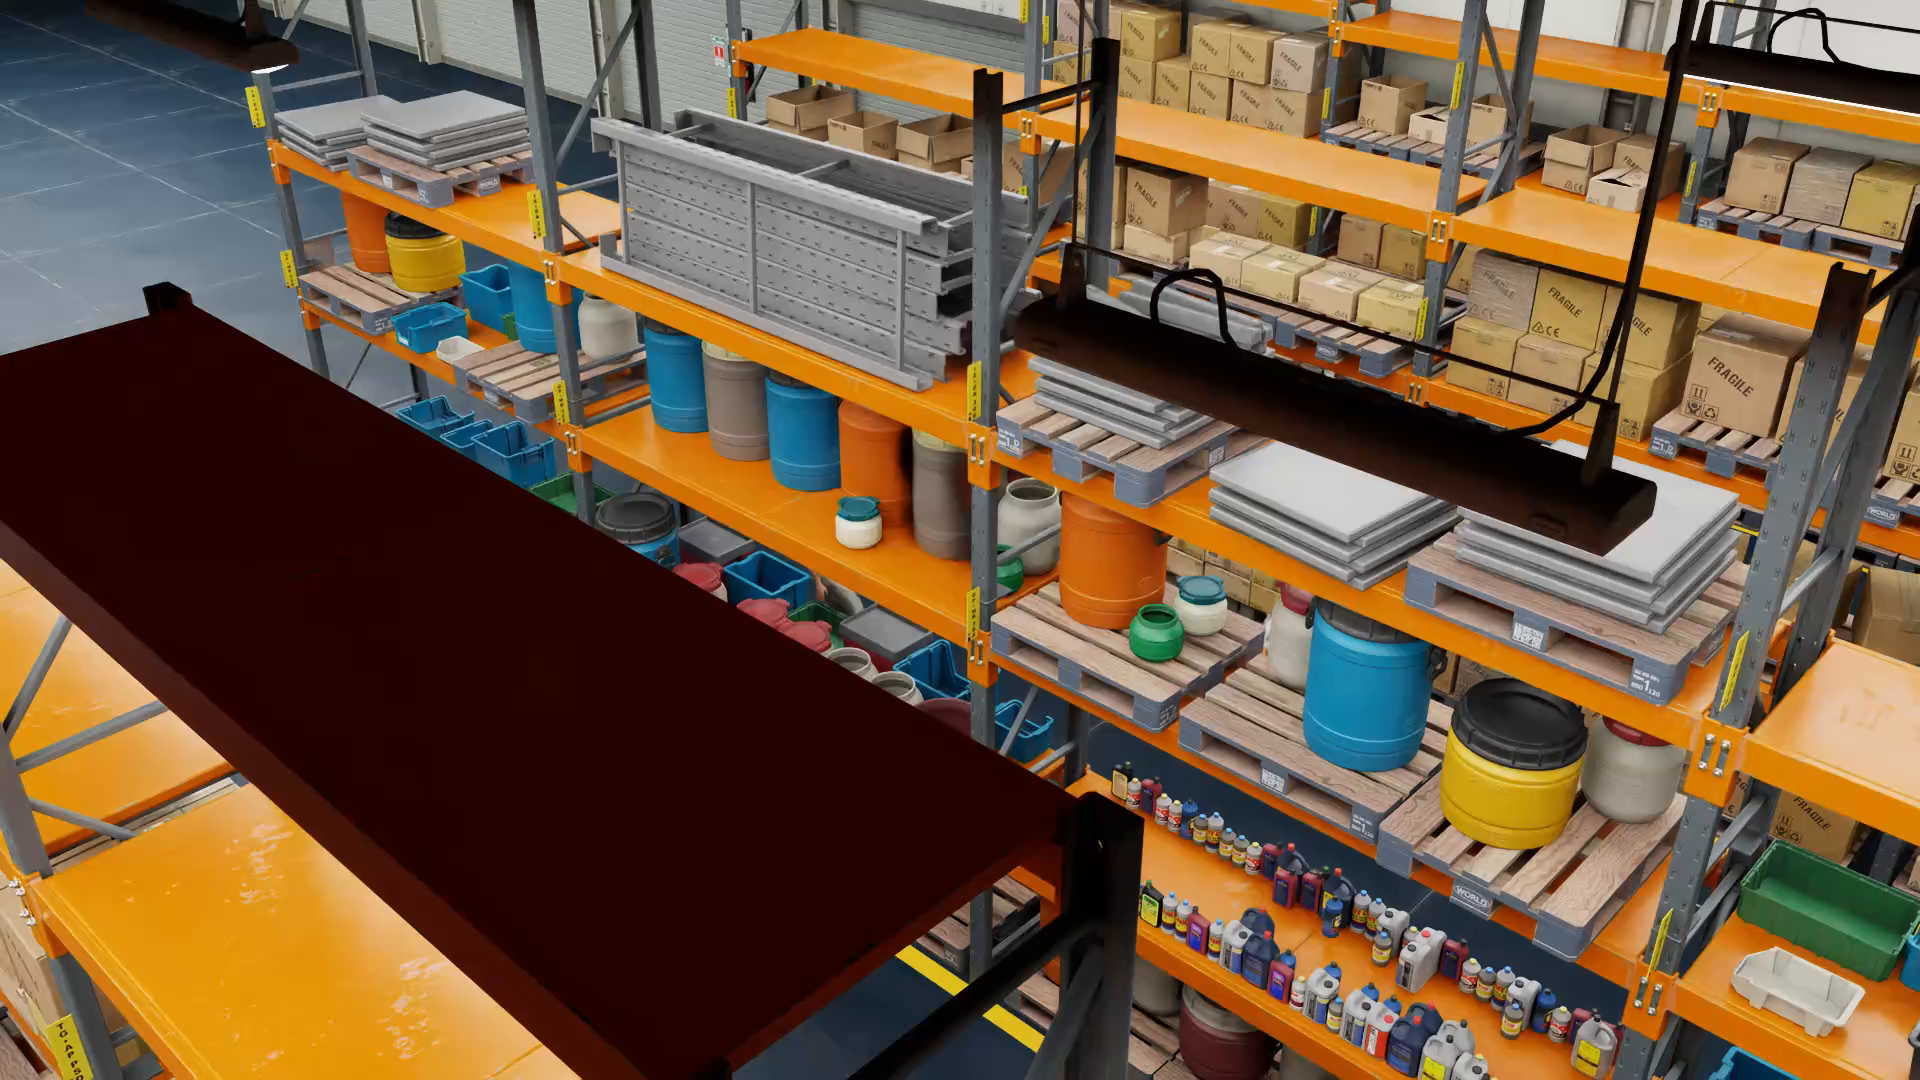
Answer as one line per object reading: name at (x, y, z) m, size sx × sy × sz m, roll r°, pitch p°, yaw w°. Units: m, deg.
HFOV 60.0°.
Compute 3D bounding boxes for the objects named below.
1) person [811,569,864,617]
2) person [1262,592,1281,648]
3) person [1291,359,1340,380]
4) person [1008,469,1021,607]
person at (-0.995, 0.343, 13.969) m, size 0.646 × 1.715 × 0.505 m, roll 4°, pitch 30°, yaw 7°
person at (2.396, 1.011, 12.620) m, size 0.956 × 1.726 × 0.629 m, roll 19°, pitch 34°, yaw 30°
person at (3.682, -1.606, 17.412) m, size 0.547 × 1.704 × 0.528 m, roll -11°, pitch 31°, yaw -19°
person at (0.326, 0.008, 14.420) m, size 0.621 × 1.728 × 0.708 m, roll -20°, pitch 35°, yaw -31°
